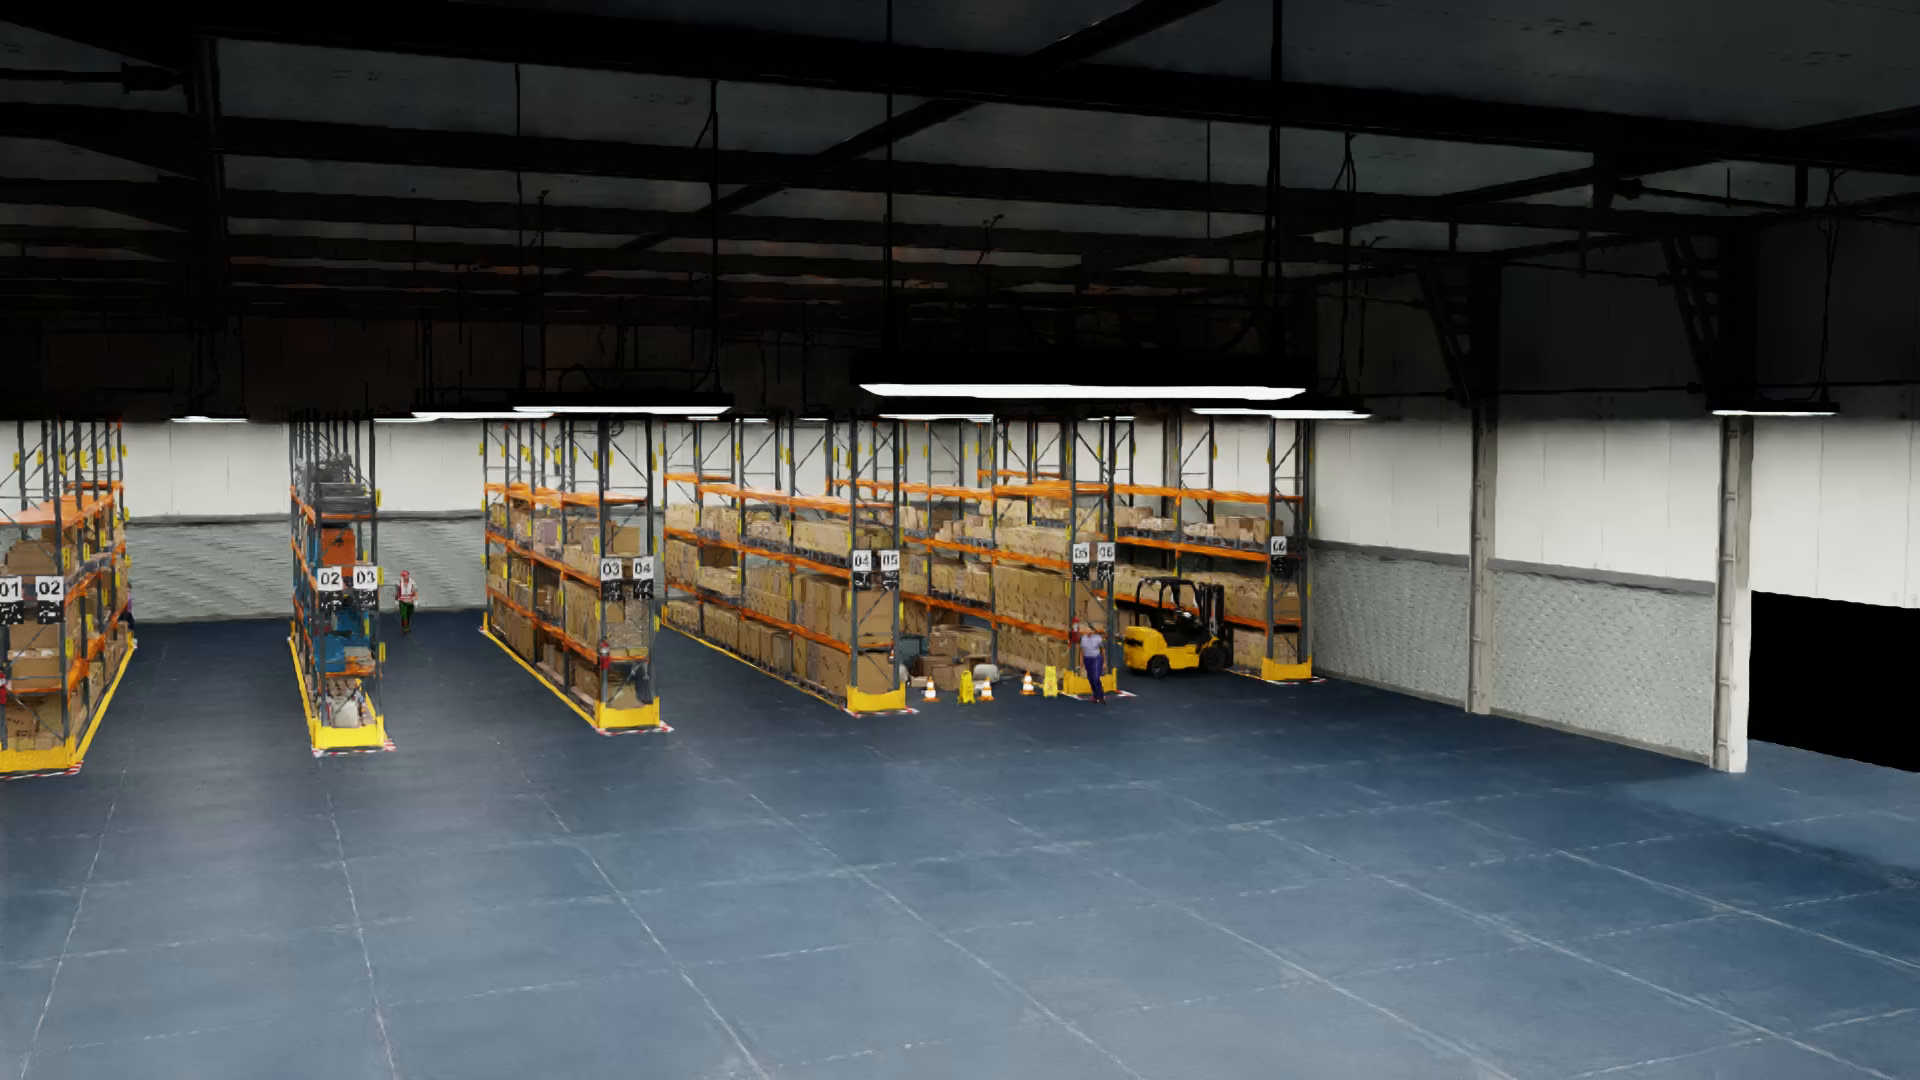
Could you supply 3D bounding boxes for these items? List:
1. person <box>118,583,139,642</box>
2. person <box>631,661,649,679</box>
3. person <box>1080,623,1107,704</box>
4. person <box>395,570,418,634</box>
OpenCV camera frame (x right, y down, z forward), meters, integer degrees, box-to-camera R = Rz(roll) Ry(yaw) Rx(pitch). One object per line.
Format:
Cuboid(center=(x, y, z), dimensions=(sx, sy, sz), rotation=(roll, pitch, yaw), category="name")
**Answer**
Cuboid(center=(-21.803, 1.888, 43.408), dimensions=(0.501, 1.579, 0.504), rotation=(1, 4, 8), category="person")
Cuboid(center=(-7.220, 2.338, 37.306), dimensions=(0.417, 1.517, 1.037), rotation=(-2, 4, -21), category="person")
Cuboid(center=(2.751, 2.514, 34.108), dimensions=(0.604, 1.643, 0.477), rotation=(2, 5, 29), category="person")
Cuboid(center=(-15.118, 1.673, 45.448), dimensions=(0.565, 1.736, 1.045), rotation=(-2, 4, -24), category="person")
